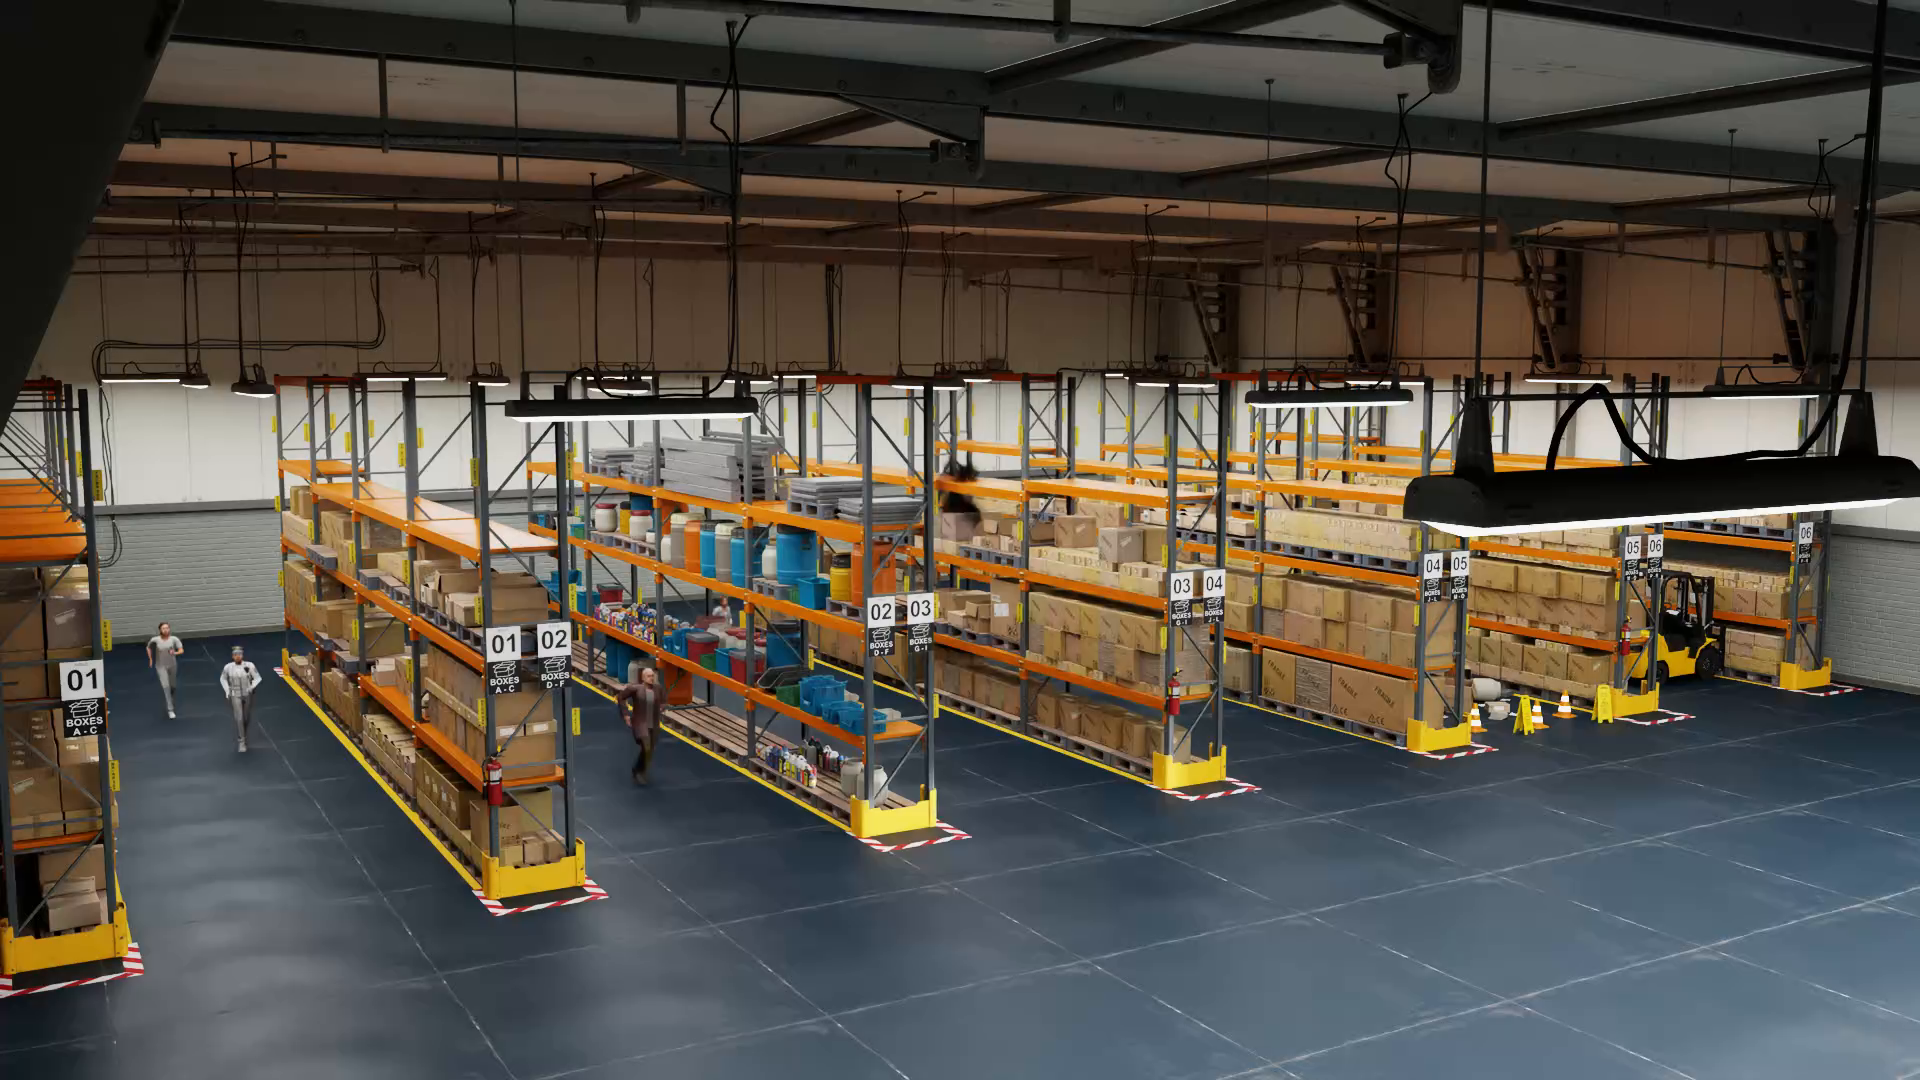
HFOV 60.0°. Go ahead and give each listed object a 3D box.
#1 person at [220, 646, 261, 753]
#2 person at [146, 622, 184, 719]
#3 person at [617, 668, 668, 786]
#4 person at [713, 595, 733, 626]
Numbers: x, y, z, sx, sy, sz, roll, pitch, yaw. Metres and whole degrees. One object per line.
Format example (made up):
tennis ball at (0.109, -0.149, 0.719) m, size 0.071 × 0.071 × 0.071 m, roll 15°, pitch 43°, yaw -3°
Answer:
person at (-11.619, 2.526, 26.899) m, size 0.610 × 1.694 × 0.860 m, roll -3°, pitch 7°, yaw -27°
person at (-14.023, 2.258, 29.382) m, size 0.561 × 1.660 × 0.969 m, roll -4°, pitch 8°, yaw -35°
person at (-4.654, 2.768, 24.626) m, size 0.691 × 1.763 × 0.799 m, roll -5°, pitch 8°, yaw -38°
person at (-4.862, 1.876, 33.776) m, size 0.522 × 1.554 × 0.598 m, roll -6°, pitch 8°, yaw -43°
